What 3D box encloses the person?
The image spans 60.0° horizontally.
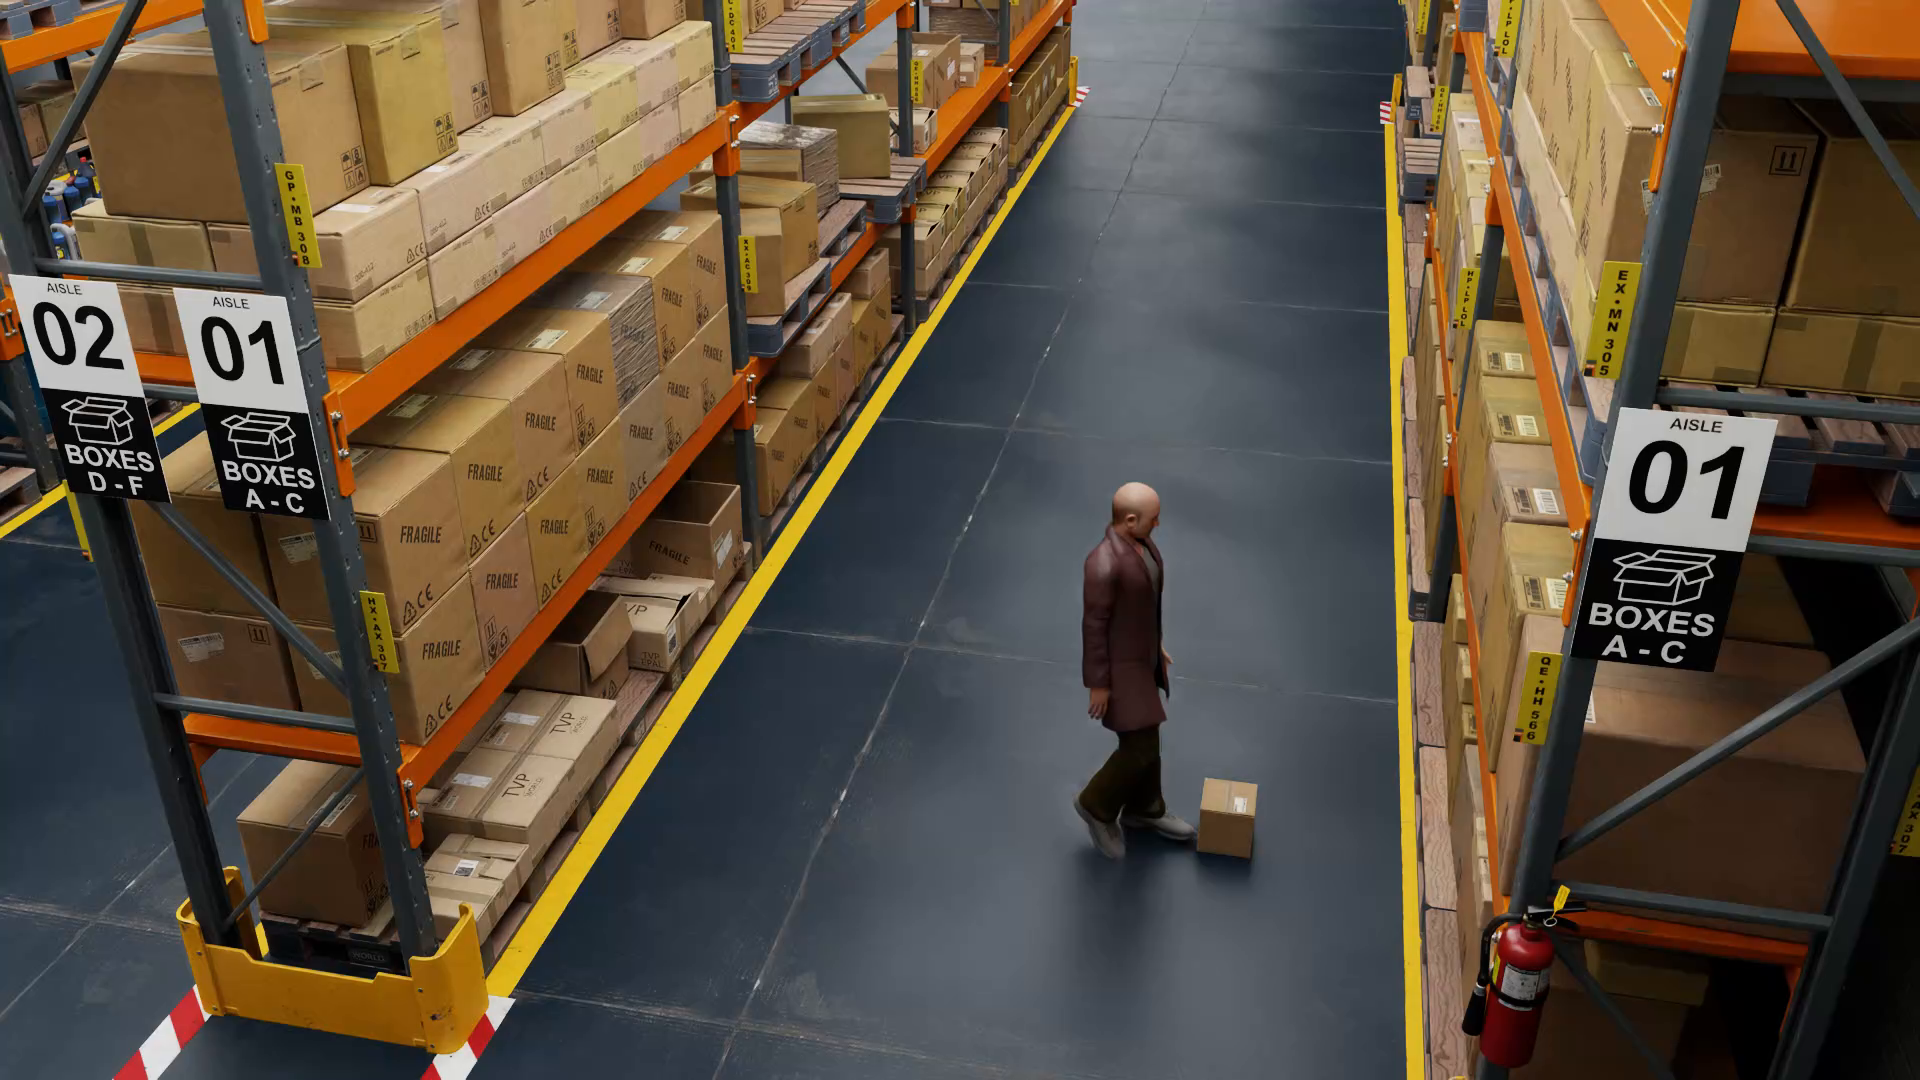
[{"bbox_3d":[0.845,0.605,7.527,0.563,1.815,0.629,12,31,21],"label":"person"}]
